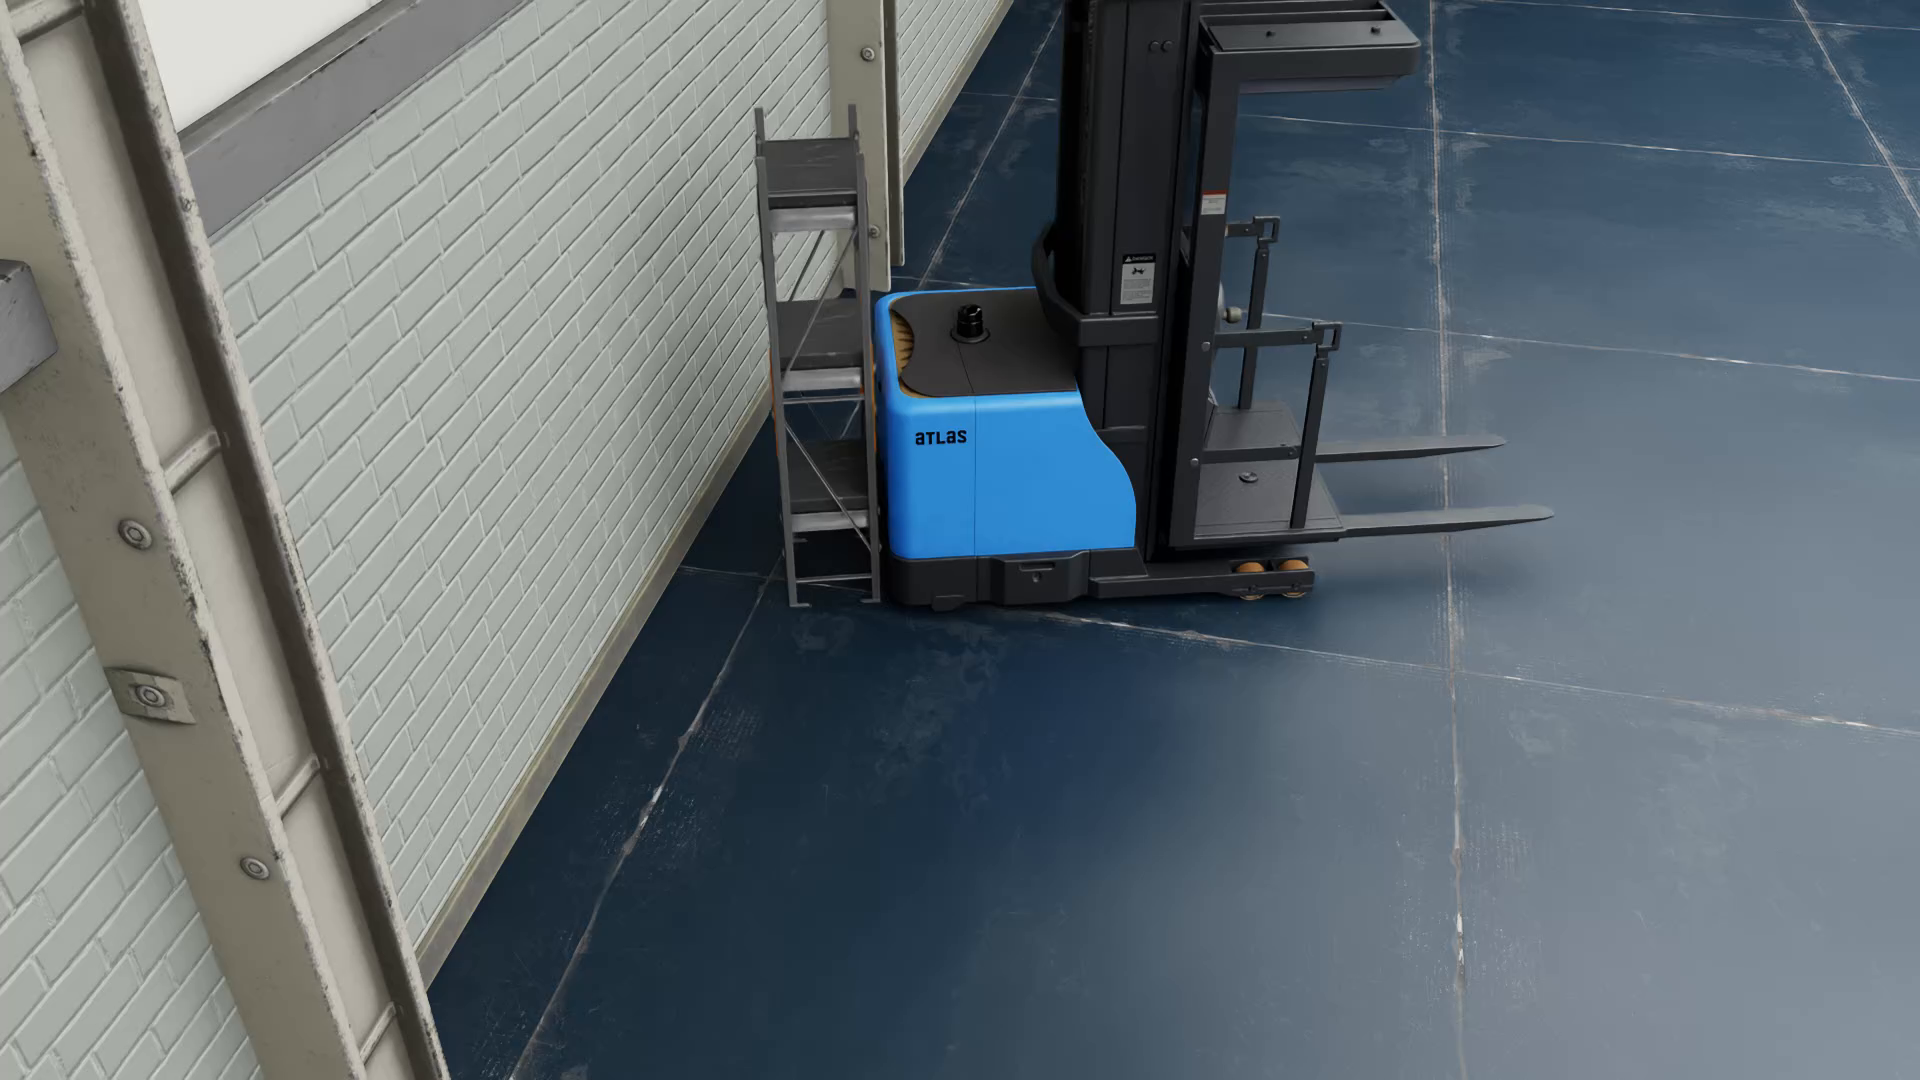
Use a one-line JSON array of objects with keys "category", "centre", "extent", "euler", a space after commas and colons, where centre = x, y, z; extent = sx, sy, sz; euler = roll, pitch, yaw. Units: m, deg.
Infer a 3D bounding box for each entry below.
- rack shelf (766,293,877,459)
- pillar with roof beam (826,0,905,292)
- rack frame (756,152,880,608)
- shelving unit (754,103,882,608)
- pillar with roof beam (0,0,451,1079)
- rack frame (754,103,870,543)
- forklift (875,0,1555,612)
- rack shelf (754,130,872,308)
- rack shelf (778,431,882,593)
[{"category": "rack shelf", "centre": [-0.579, -0.697, 6.946], "extent": [0.431, 0.518, 0.480], "euler": [-4, 36, -5]}, {"category": "pillar with roof beam", "centre": [3.678, -4.692, 6.556], "extent": [9.100, 9.000, 0.400], "euler": [7, 37, 10]}, {"category": "rack frame", "centre": [-0.552, -0.566, 6.742], "extent": [0.400, 2.100, 0.015], "euler": [-4, 36, -5]}, {"category": "shelving unit", "centre": [-0.579, -0.708, 6.938], "extent": [0.431, 2.100, 0.503], "euler": [-4, 36, -5]}, {"category": "pillar with roof beam", "centre": [2.397, -1.252, 1.810], "extent": [9.100, 9.000, 0.400], "euler": [7, 37, 10]}, {"category": "rack frame", "centre": [-0.606, -0.851, 7.135], "extent": [0.400, 2.100, 0.015], "euler": [-4, 36, -5]}, {"category": "forklift", "centre": [1.154, -1.228, 6.947], "extent": [3.031, 2.935, 1.130], "euler": [-3, 36, -4]}, {"category": "rack shelf", "centre": [-0.579, -1.264, 6.535], "extent": [0.431, 0.518, 0.480], "euler": [-4, 36, -5]}, {"category": "rack shelf", "centre": [-0.579, -0.131, 7.357], "extent": [0.431, 0.518, 0.480], "euler": [-4, 36, -5]}]
